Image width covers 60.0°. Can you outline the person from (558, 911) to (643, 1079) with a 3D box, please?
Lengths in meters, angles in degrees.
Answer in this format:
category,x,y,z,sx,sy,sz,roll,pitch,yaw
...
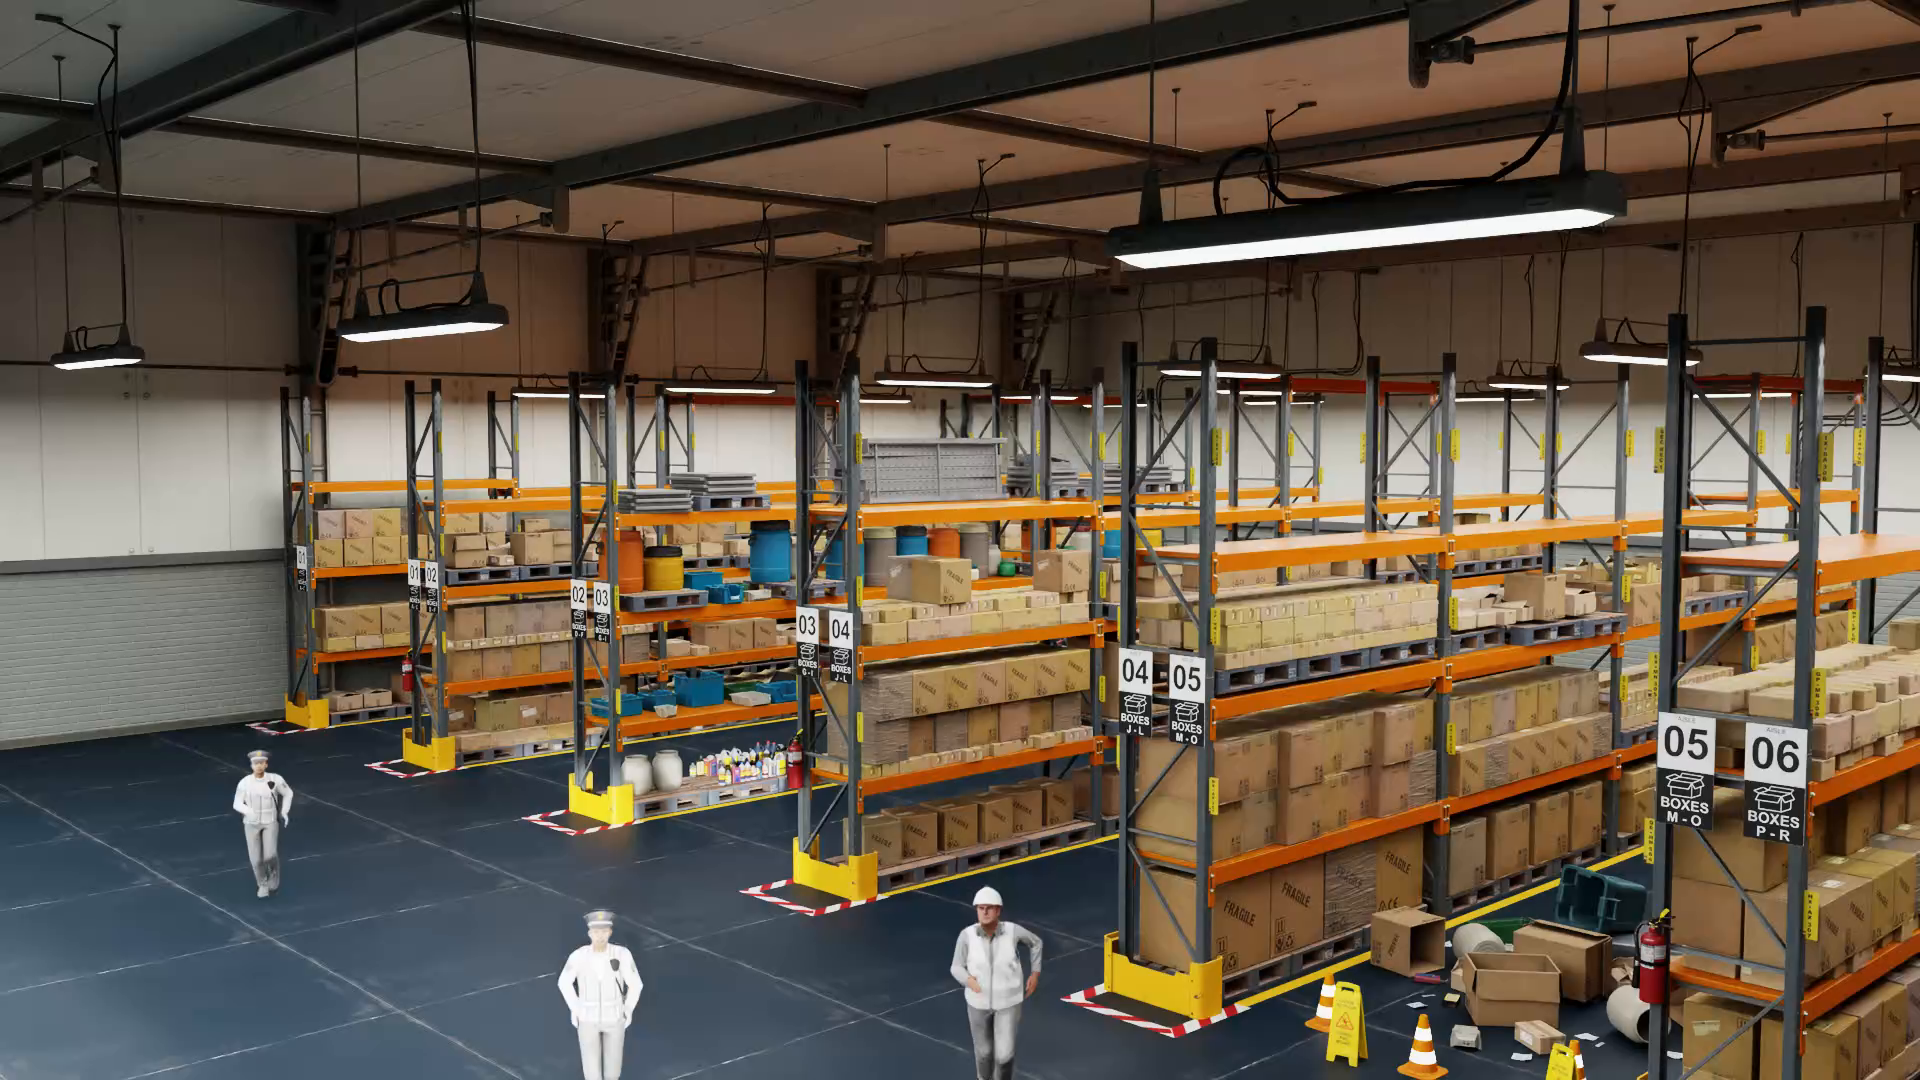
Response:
category,x,y,z,sx,sy,sz,roll,pitch,yaw
person,-2.669,3.556,12.352,0.618,1.677,0.709,-1,4,-11

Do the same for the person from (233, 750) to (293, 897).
category,x,y,z,sx,sy,sz,roll,pitch,yaw
person,-7.731,3.154,18.435,0.597,1.654,0.569,-1,4,-17

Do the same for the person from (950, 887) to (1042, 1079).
category,x,y,z,sx,sy,sz,roll,pitch,yaw
person,0.267,3.471,12.530,0.663,1.736,0.842,1,4,9
